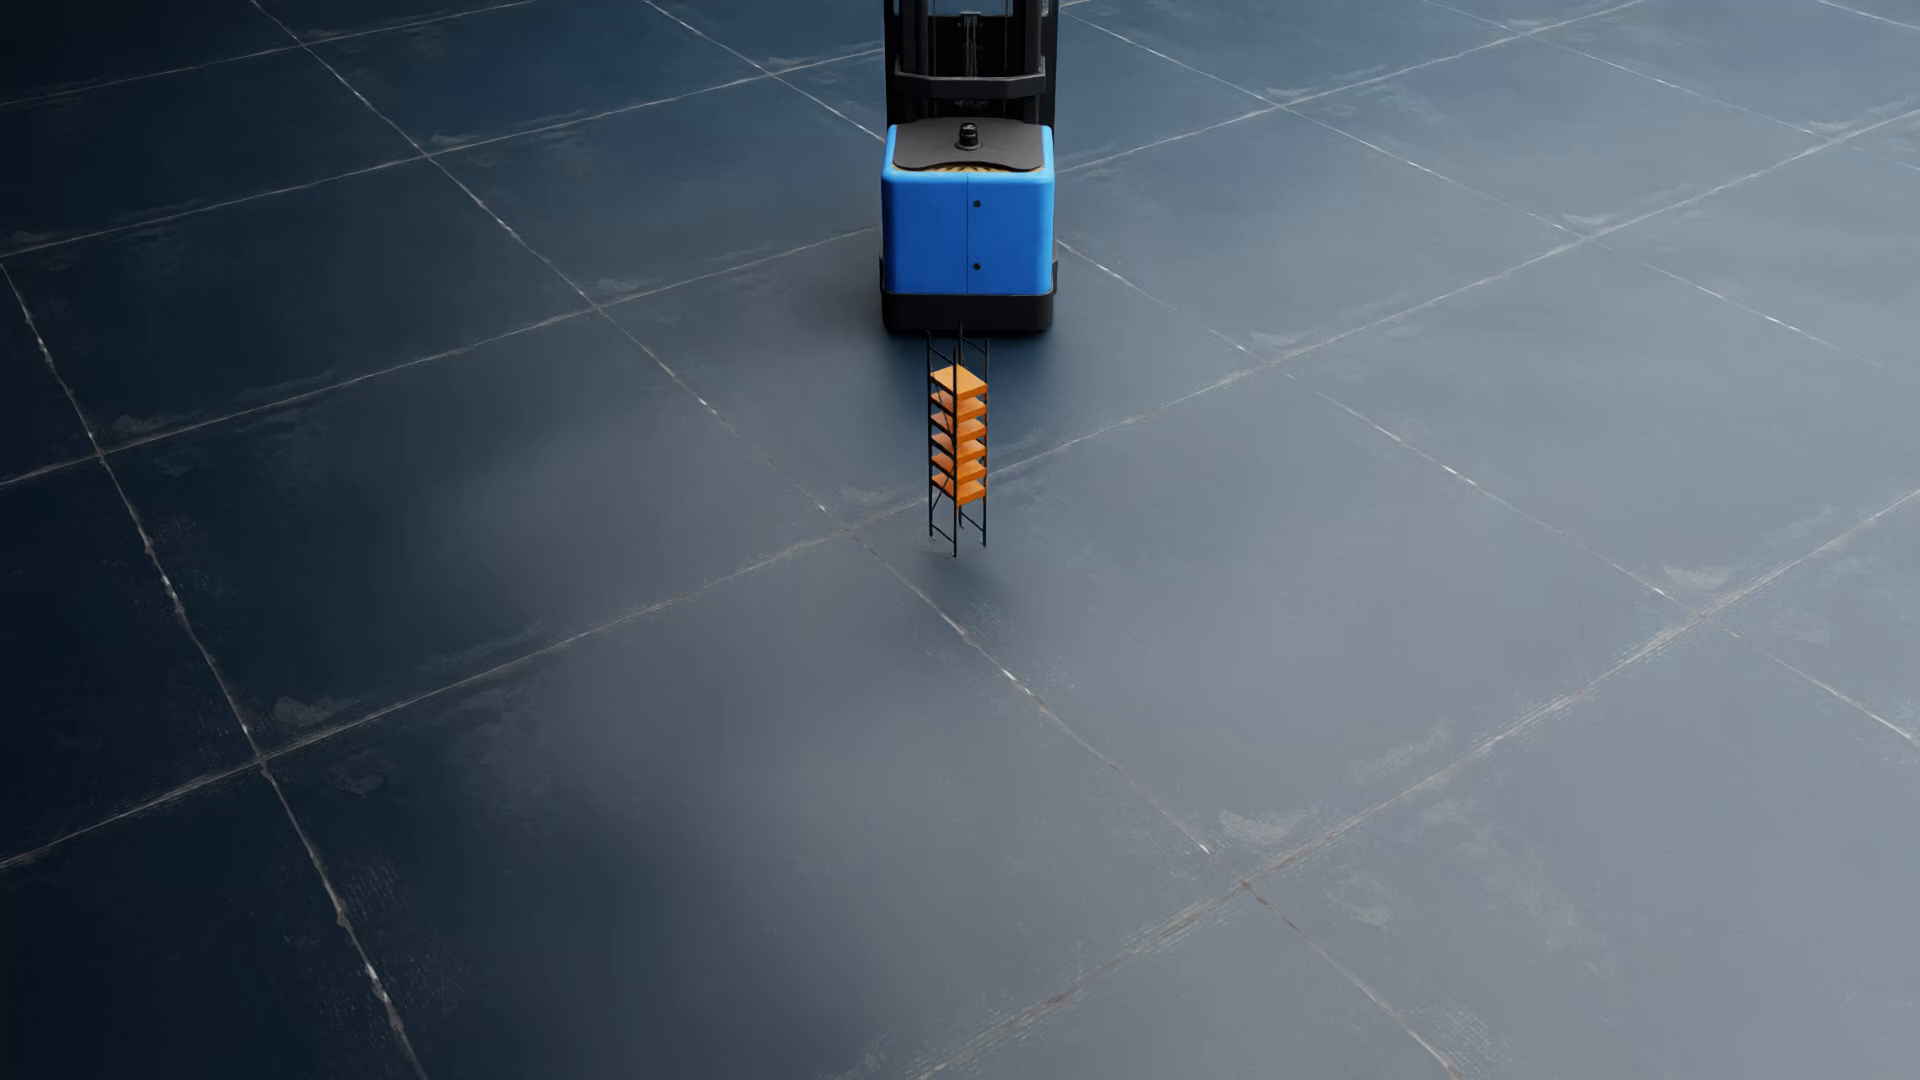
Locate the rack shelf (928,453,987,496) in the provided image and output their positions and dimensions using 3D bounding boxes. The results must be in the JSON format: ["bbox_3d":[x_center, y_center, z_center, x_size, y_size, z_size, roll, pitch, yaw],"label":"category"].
[{"bbox_3d":[-0.012,-0.349,8.302,0.180,0.103,0.258,-22,41,-28],"label":"rack shelf"}]

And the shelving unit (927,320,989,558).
[{"bbox_3d":[-0.012,-0.482,8.206,0.189,1.200,0.258,-22,41,-28],"label":"shelving unit"}]

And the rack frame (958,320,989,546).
[{"bbox_3d":[0.063,-0.513,8.249,0.006,1.200,0.240,-22,41,-28],"label":"rack frame"}]

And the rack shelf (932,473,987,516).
[{"bbox_3d":[-0.012,-0.251,8.372,0.180,0.103,0.258,-22,41,-28],"label":"rack shelf"}]

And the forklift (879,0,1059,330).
[{"bbox_3d":[0.074,-3.309,10.654,1.130,2.935,3.031,1,36,1],"label":"forklift"}]

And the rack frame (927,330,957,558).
[{"bbox_3d":[-0.087,-0.451,8.163,0.006,1.200,0.240,-22,41,-28],"label":"rack frame"}]

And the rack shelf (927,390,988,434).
[{"bbox_3d":[-0.012,-0.641,8.092,0.180,0.103,0.258,-22,41,-28],"label":"rack shelf"}]

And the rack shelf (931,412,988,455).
[{"bbox_3d":[-0.012,-0.544,8.162,0.180,0.103,0.258,-22,41,-28],"label":"rack shelf"}]

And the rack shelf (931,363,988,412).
[{"bbox_3d":[-0.012,-0.738,8.022,0.180,0.103,0.258,-22,41,-28],"label":"rack shelf"}]

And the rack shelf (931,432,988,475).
[{"bbox_3d":[-0.012,-0.446,8.232,0.180,0.103,0.258,-22,41,-28],"label":"rack shelf"}]
